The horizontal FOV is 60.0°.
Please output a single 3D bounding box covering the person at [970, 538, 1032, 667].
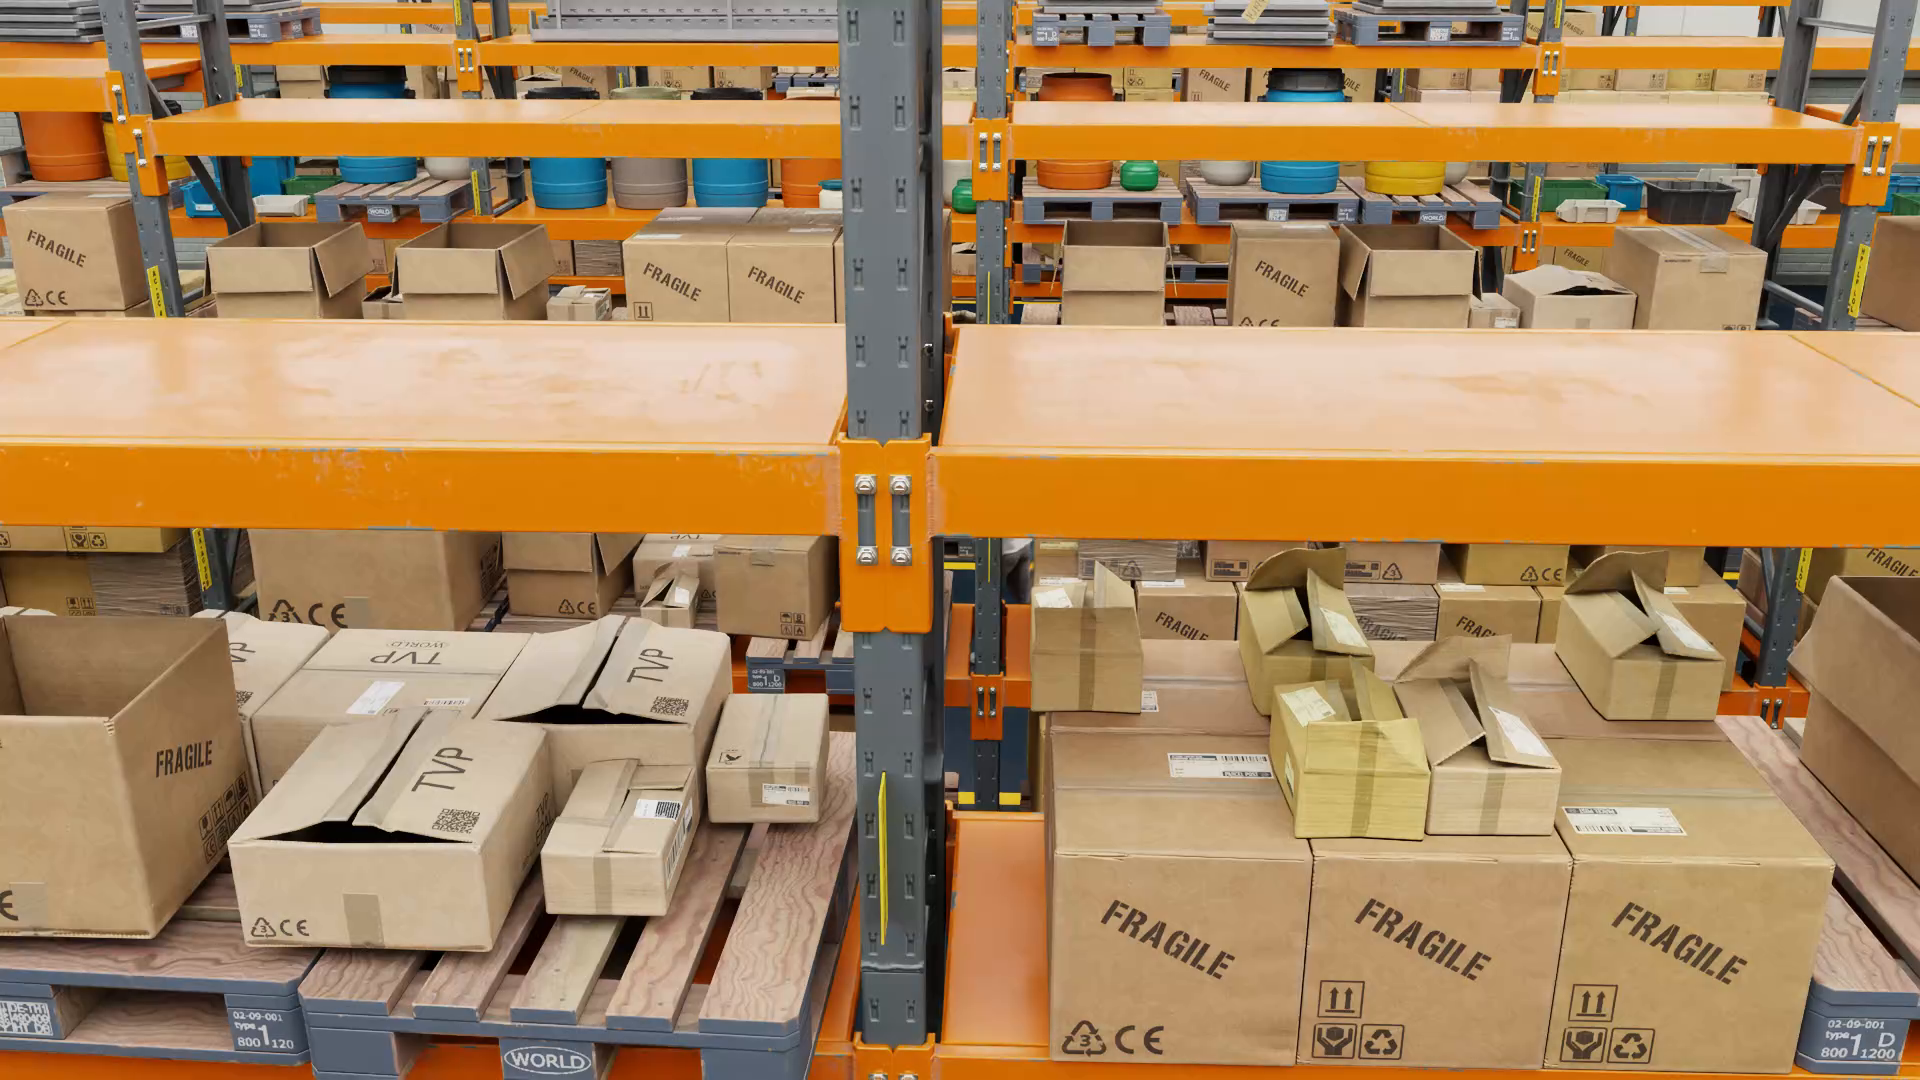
[{"bbox_3d":[0.342,0.056,11.535,0.563,1.763,0.562,12,24,29],"label":"person"}]
